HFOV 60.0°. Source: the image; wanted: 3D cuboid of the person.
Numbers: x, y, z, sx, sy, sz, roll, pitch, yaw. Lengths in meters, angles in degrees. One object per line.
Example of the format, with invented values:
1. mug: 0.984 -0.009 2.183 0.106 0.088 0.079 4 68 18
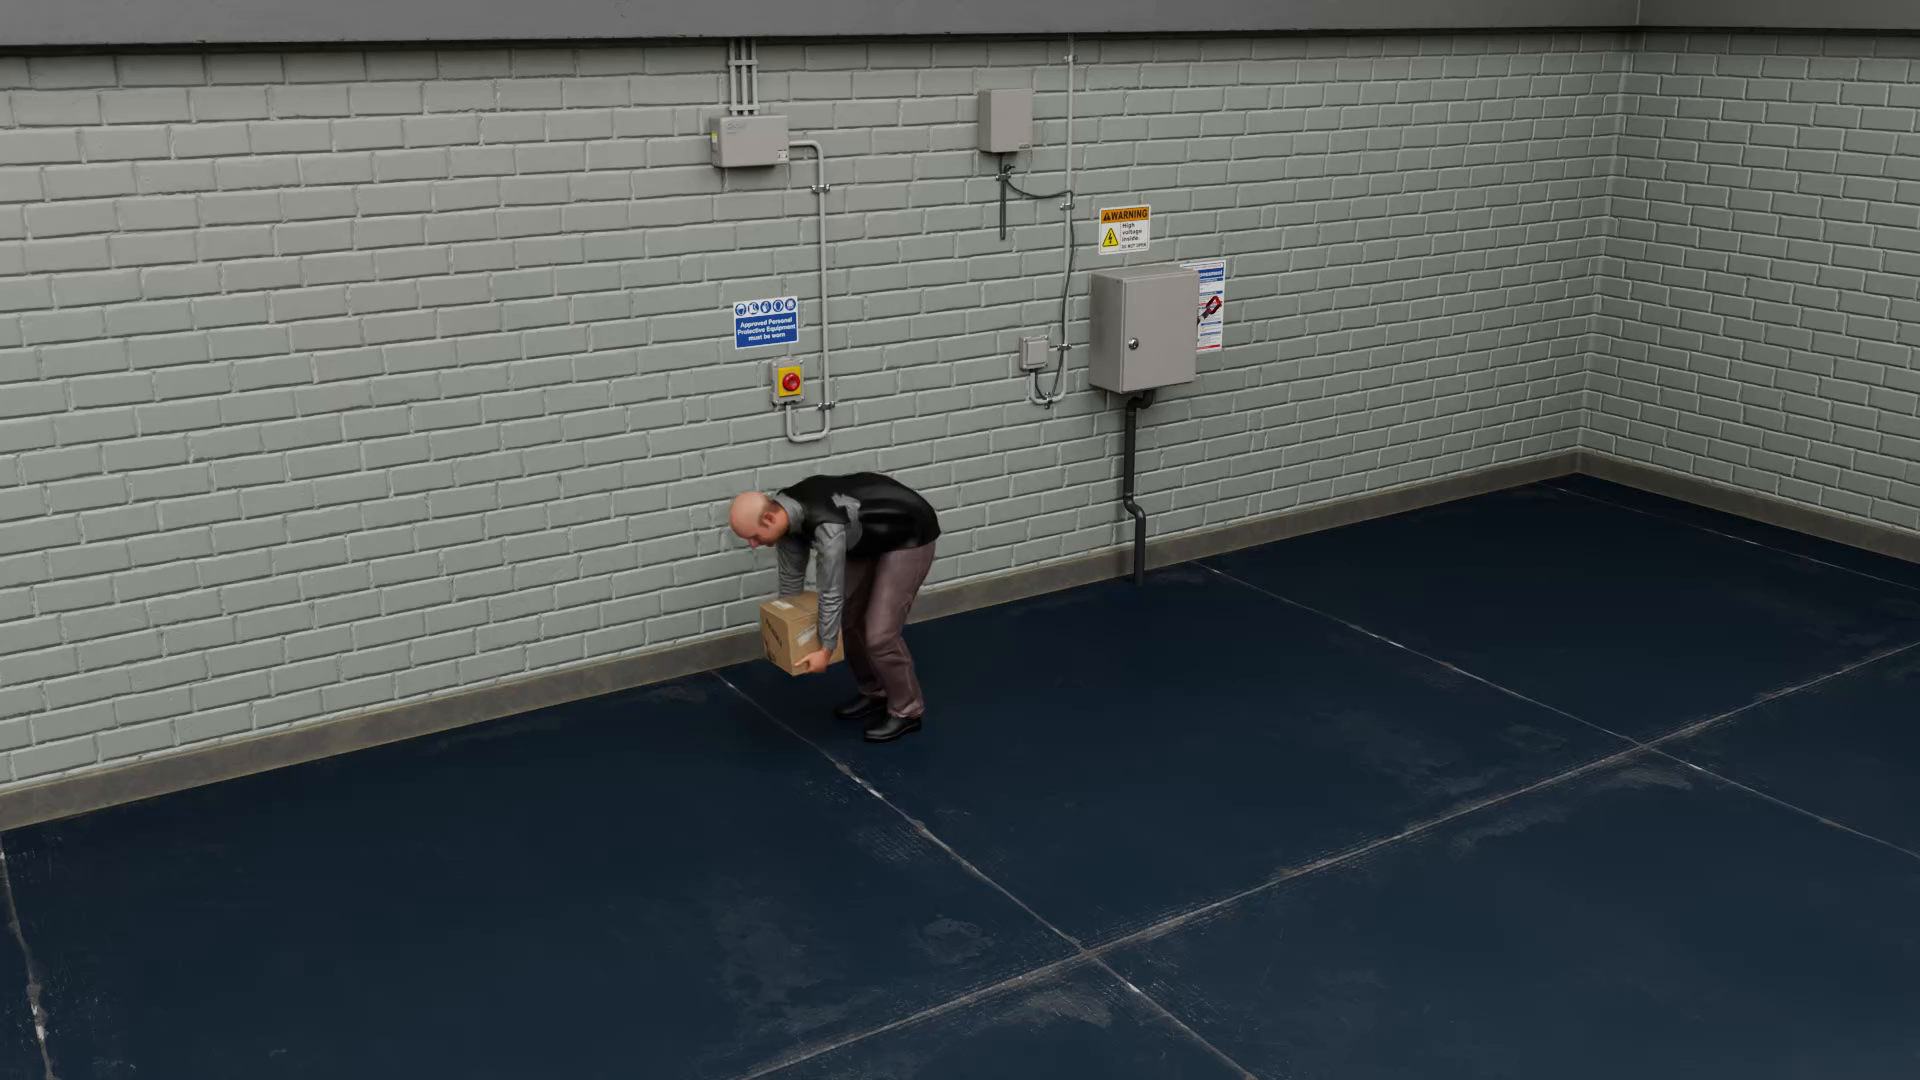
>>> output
1. person: -0.535 0.294 7.085 0.948 1.171 0.461 -12 22 -33
